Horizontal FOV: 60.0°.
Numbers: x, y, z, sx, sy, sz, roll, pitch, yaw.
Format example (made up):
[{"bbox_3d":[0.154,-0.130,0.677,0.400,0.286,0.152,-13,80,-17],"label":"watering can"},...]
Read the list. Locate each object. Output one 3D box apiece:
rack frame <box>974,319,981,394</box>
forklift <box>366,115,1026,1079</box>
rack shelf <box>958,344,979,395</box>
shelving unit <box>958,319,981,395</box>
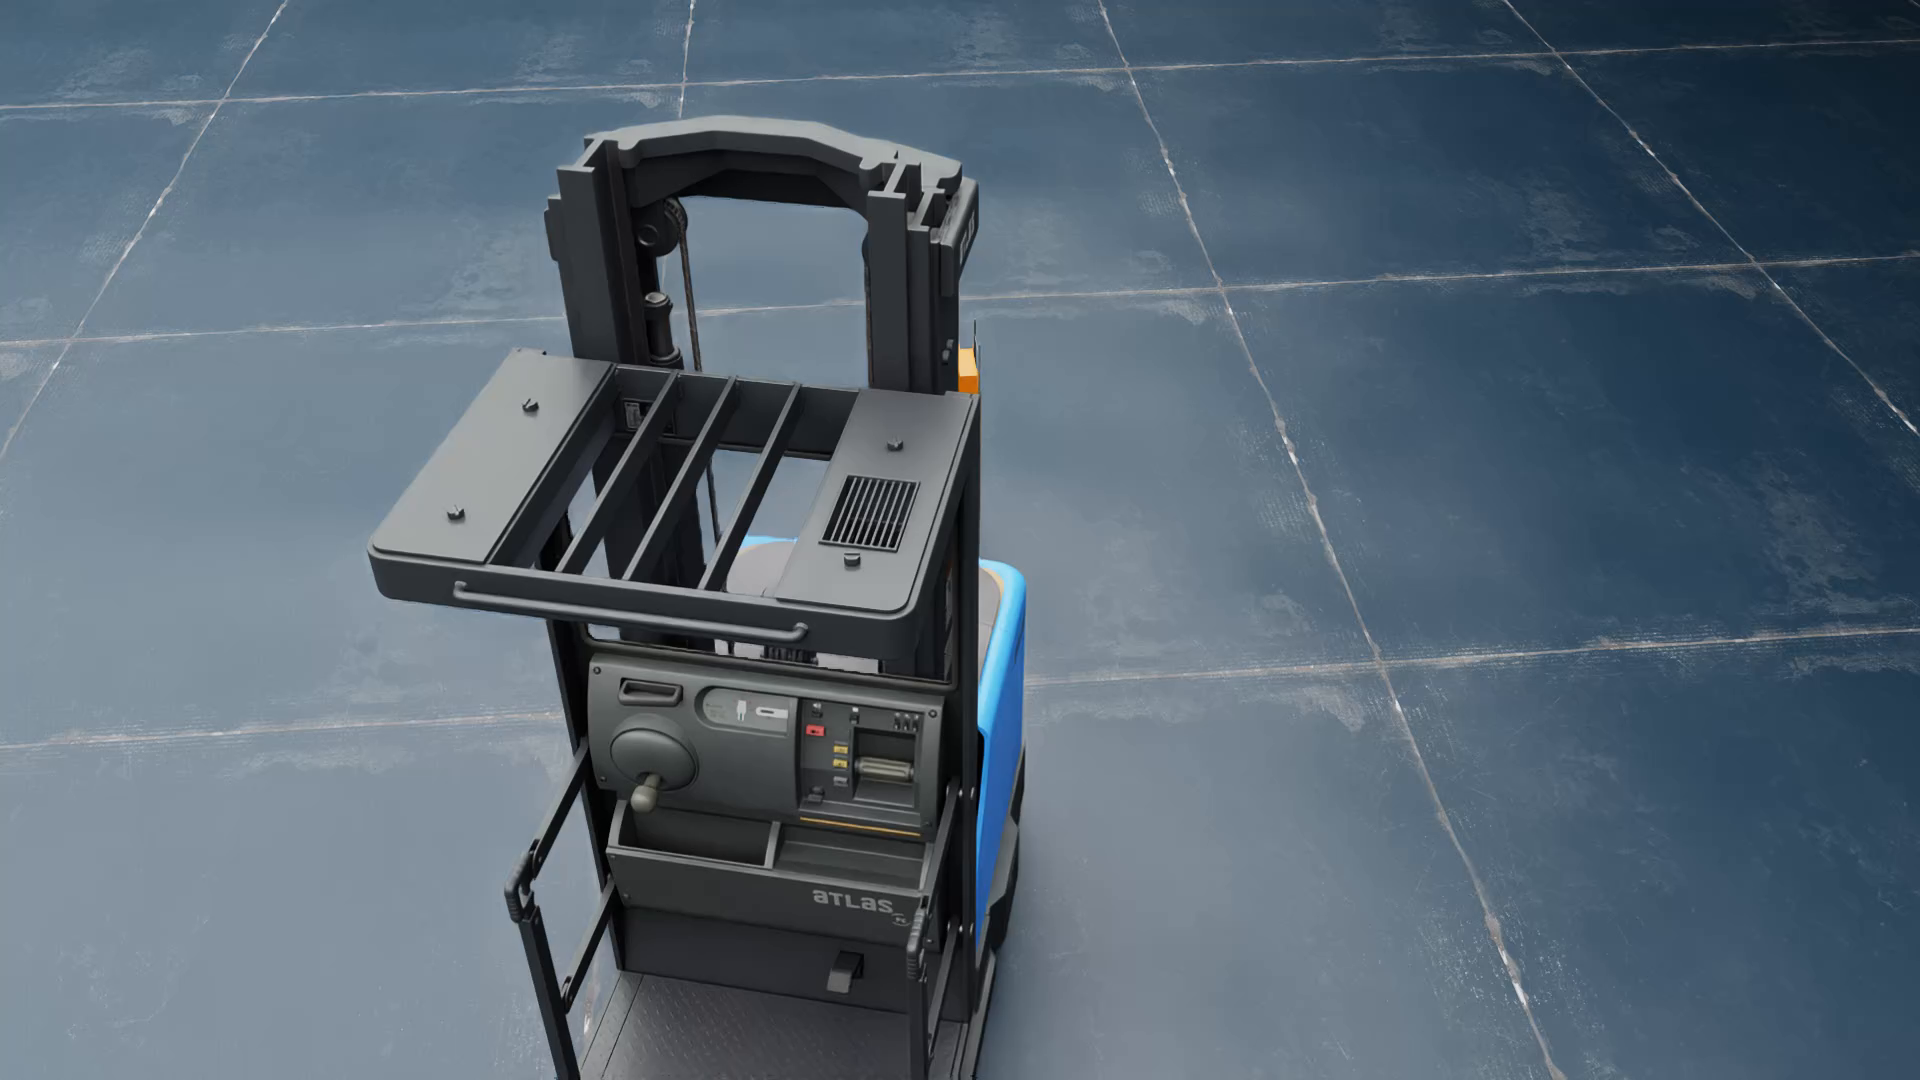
[{"bbox_3d":[0.068,-0.416,6.930,0.008,1.050,0.200,-3,38,-4],"label":"rack frame"},{"bbox_3d":[-0.542,0.612,4.108,1.130,2.935,3.031,6,39,8],"label":"forklift"},{"bbox_3d":[-0.053,-0.624,6.752,0.240,0.259,0.215,-3,38,-4],"label":"rack shelf"},{"bbox_3d":[-0.053,-0.409,6.921,0.252,1.050,0.215,-3,38,-4],"label":"shelving unit"}]
